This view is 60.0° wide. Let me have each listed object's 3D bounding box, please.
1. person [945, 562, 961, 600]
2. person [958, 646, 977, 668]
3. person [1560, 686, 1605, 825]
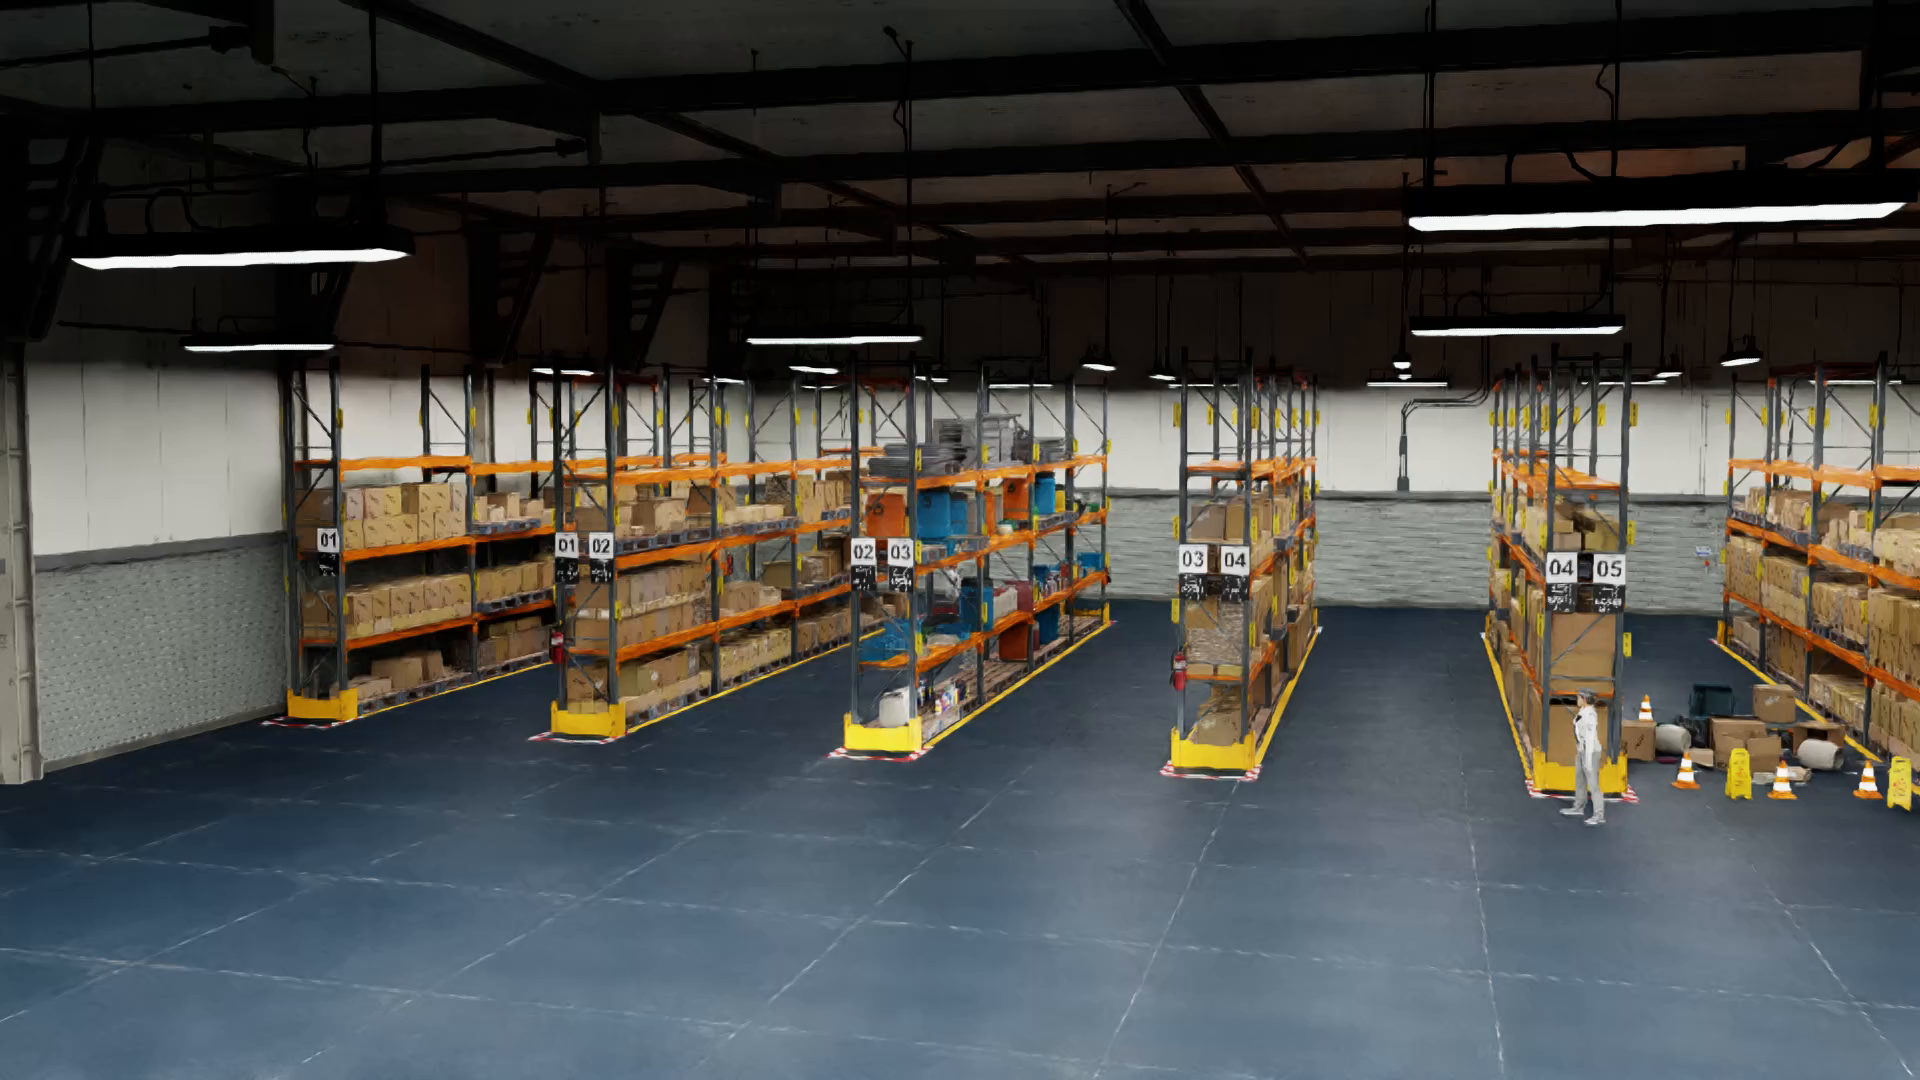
[{"bbox_3d":[-0.138,1.276,38.427,0.401,1.778,0.611,0,4,-4],"label":"person"},{"bbox_3d":[0.179,1.663,32.008,0.428,1.594,0.537,-2,5,-27],"label":"person"},{"bbox_3d":[7.735,2.643,20.618,0.489,1.664,0.657,1,4,13],"label":"person"}]
